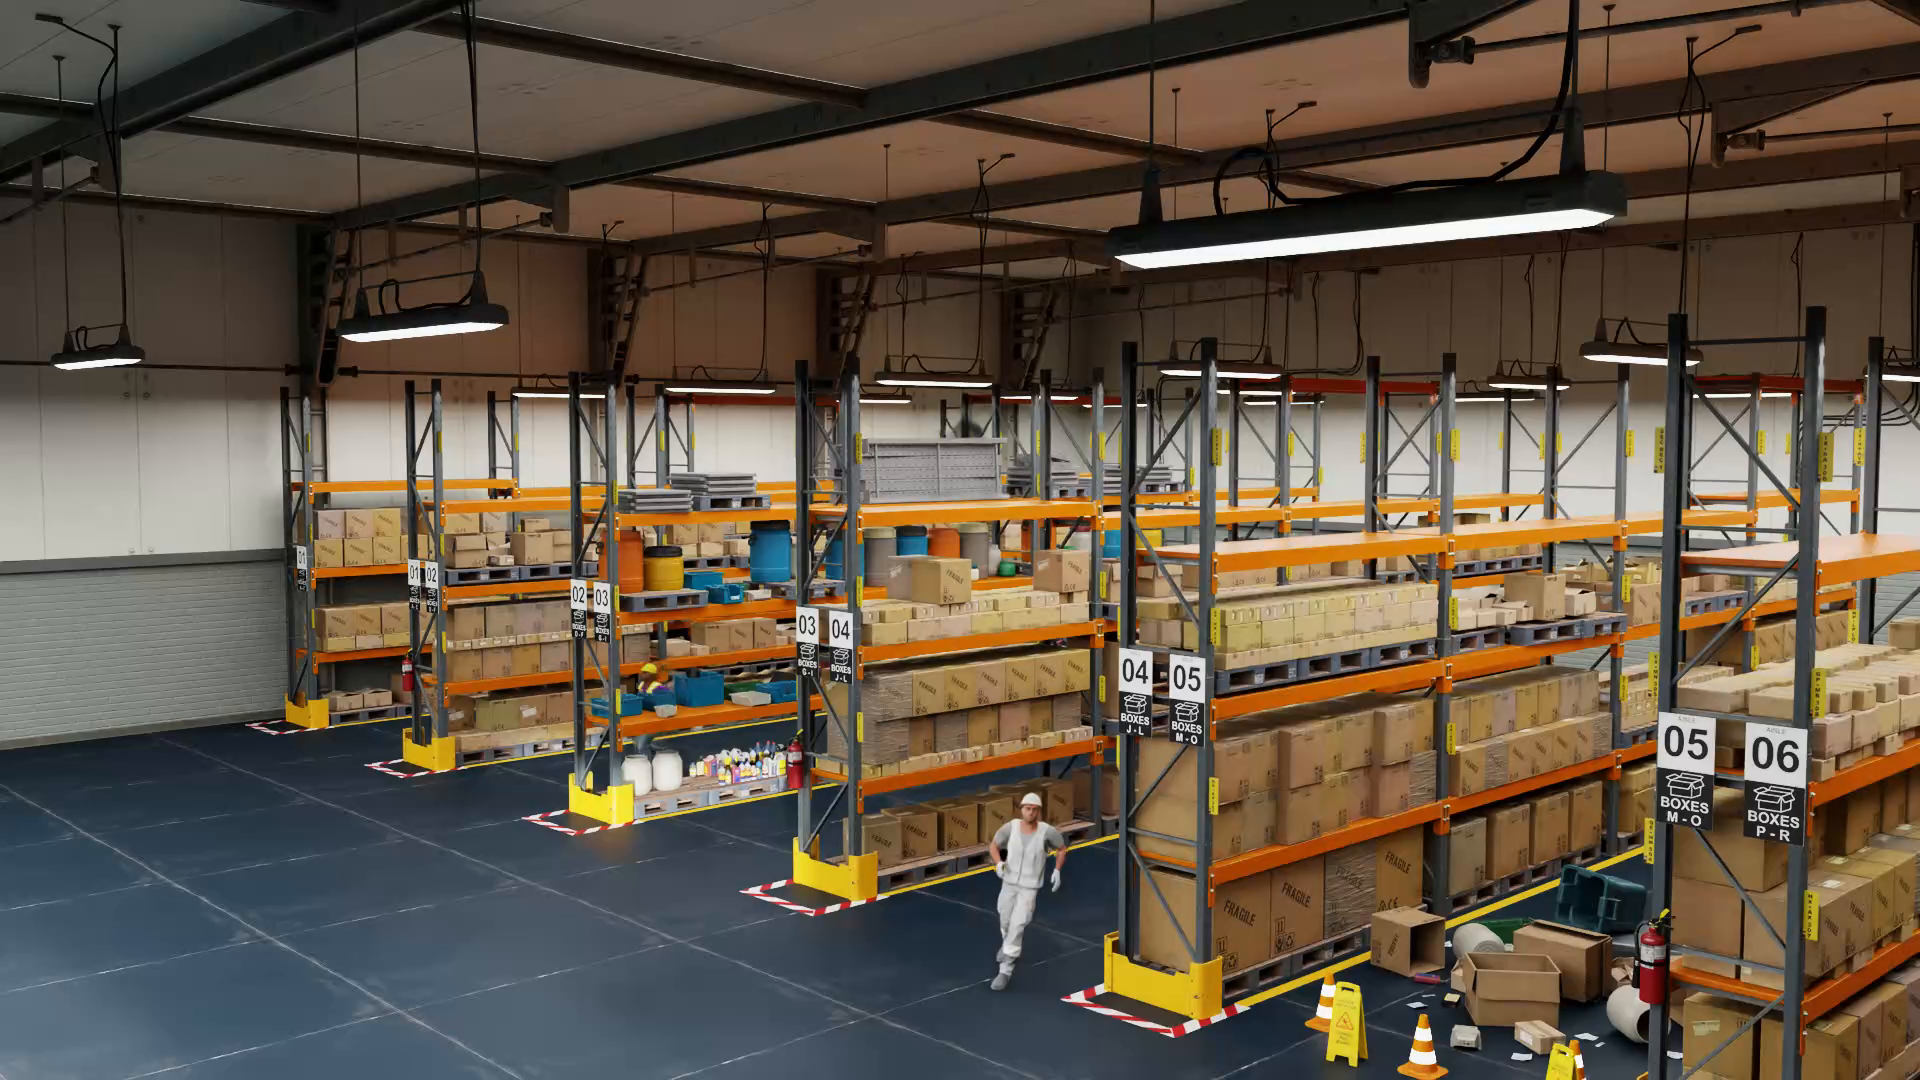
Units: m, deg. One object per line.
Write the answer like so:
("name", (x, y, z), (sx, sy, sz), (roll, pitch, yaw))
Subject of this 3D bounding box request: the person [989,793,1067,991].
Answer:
("person", (0.598, 3.261, 15.695), (0.718, 1.763, 0.980), (1, 4, 18))

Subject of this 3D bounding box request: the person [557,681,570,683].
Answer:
("person", (-6.855, 2.412, 29.351), (0.638, 1.847, 0.774), (3, 5, 43))

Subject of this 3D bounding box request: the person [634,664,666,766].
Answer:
("person", (-4.624, 2.707, 24.926), (0.704, 1.725, 0.668), (3, 5, 43))
